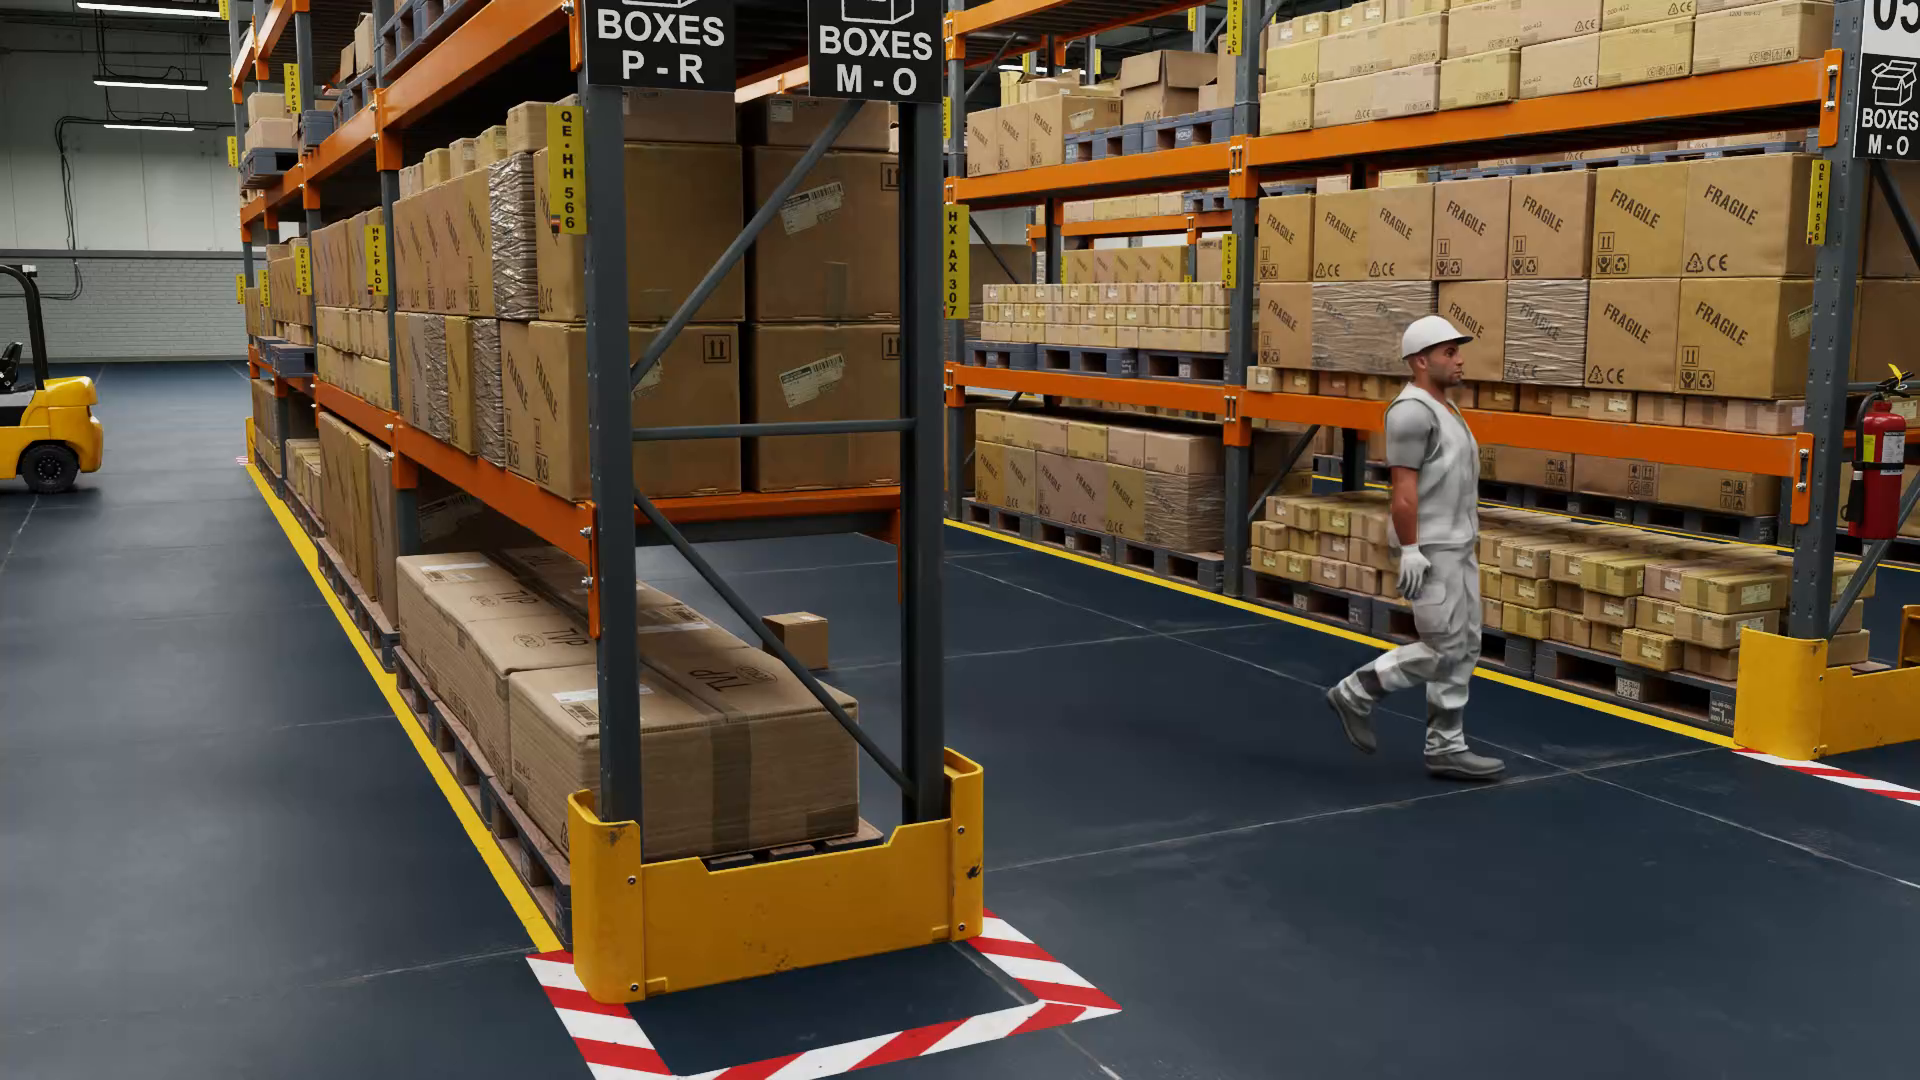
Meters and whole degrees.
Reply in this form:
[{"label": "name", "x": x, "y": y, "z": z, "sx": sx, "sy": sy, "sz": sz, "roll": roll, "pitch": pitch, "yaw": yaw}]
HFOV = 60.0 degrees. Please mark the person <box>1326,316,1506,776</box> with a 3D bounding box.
[{"label": "person", "x": 1.796, "y": 0.028, "z": 6.442, "sx": 0.672, "sy": 1.777, "sz": 0.549, "roll": 5, "pitch": 10, "yaw": 31}]
